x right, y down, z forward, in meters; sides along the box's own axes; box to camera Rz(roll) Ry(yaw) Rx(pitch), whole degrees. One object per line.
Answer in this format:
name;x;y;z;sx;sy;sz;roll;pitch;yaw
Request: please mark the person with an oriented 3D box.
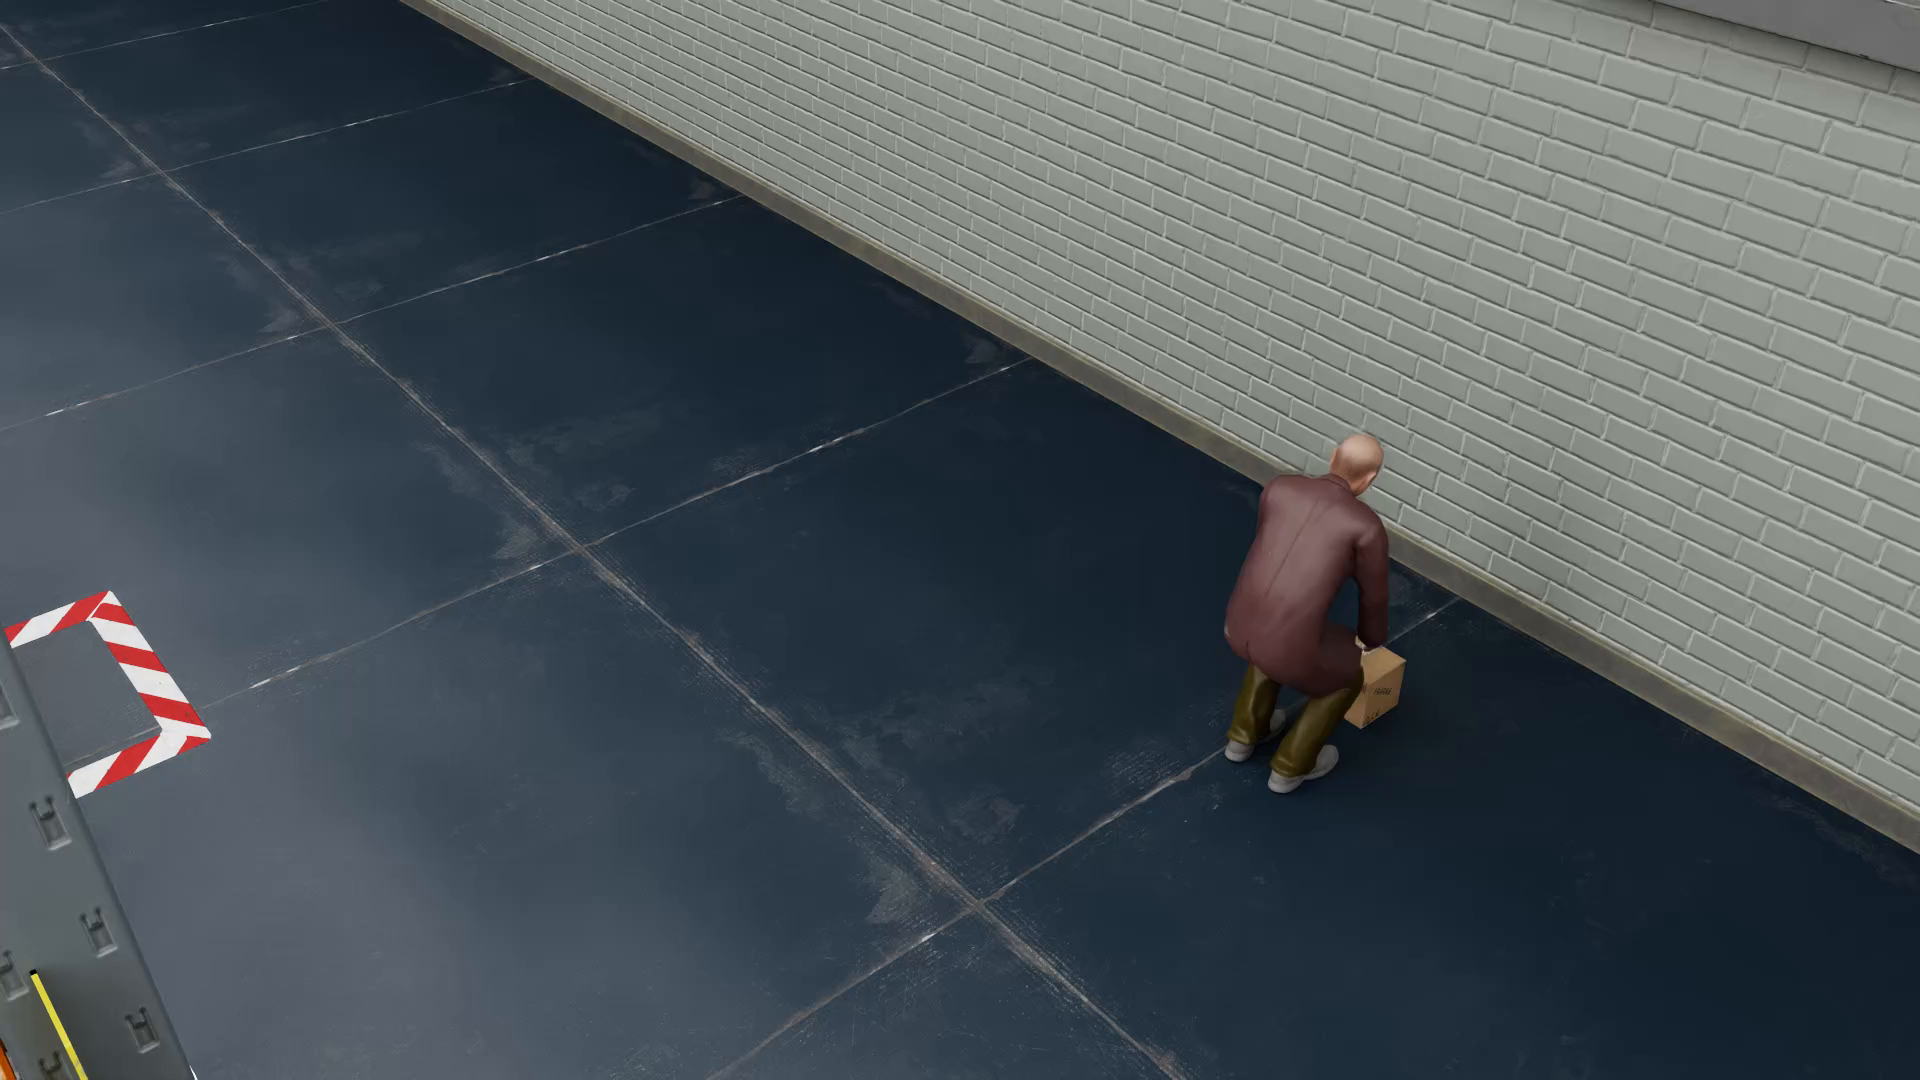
person;1.335;0.291;6.561;0.719;1.423;0.632;-26;43;-32
